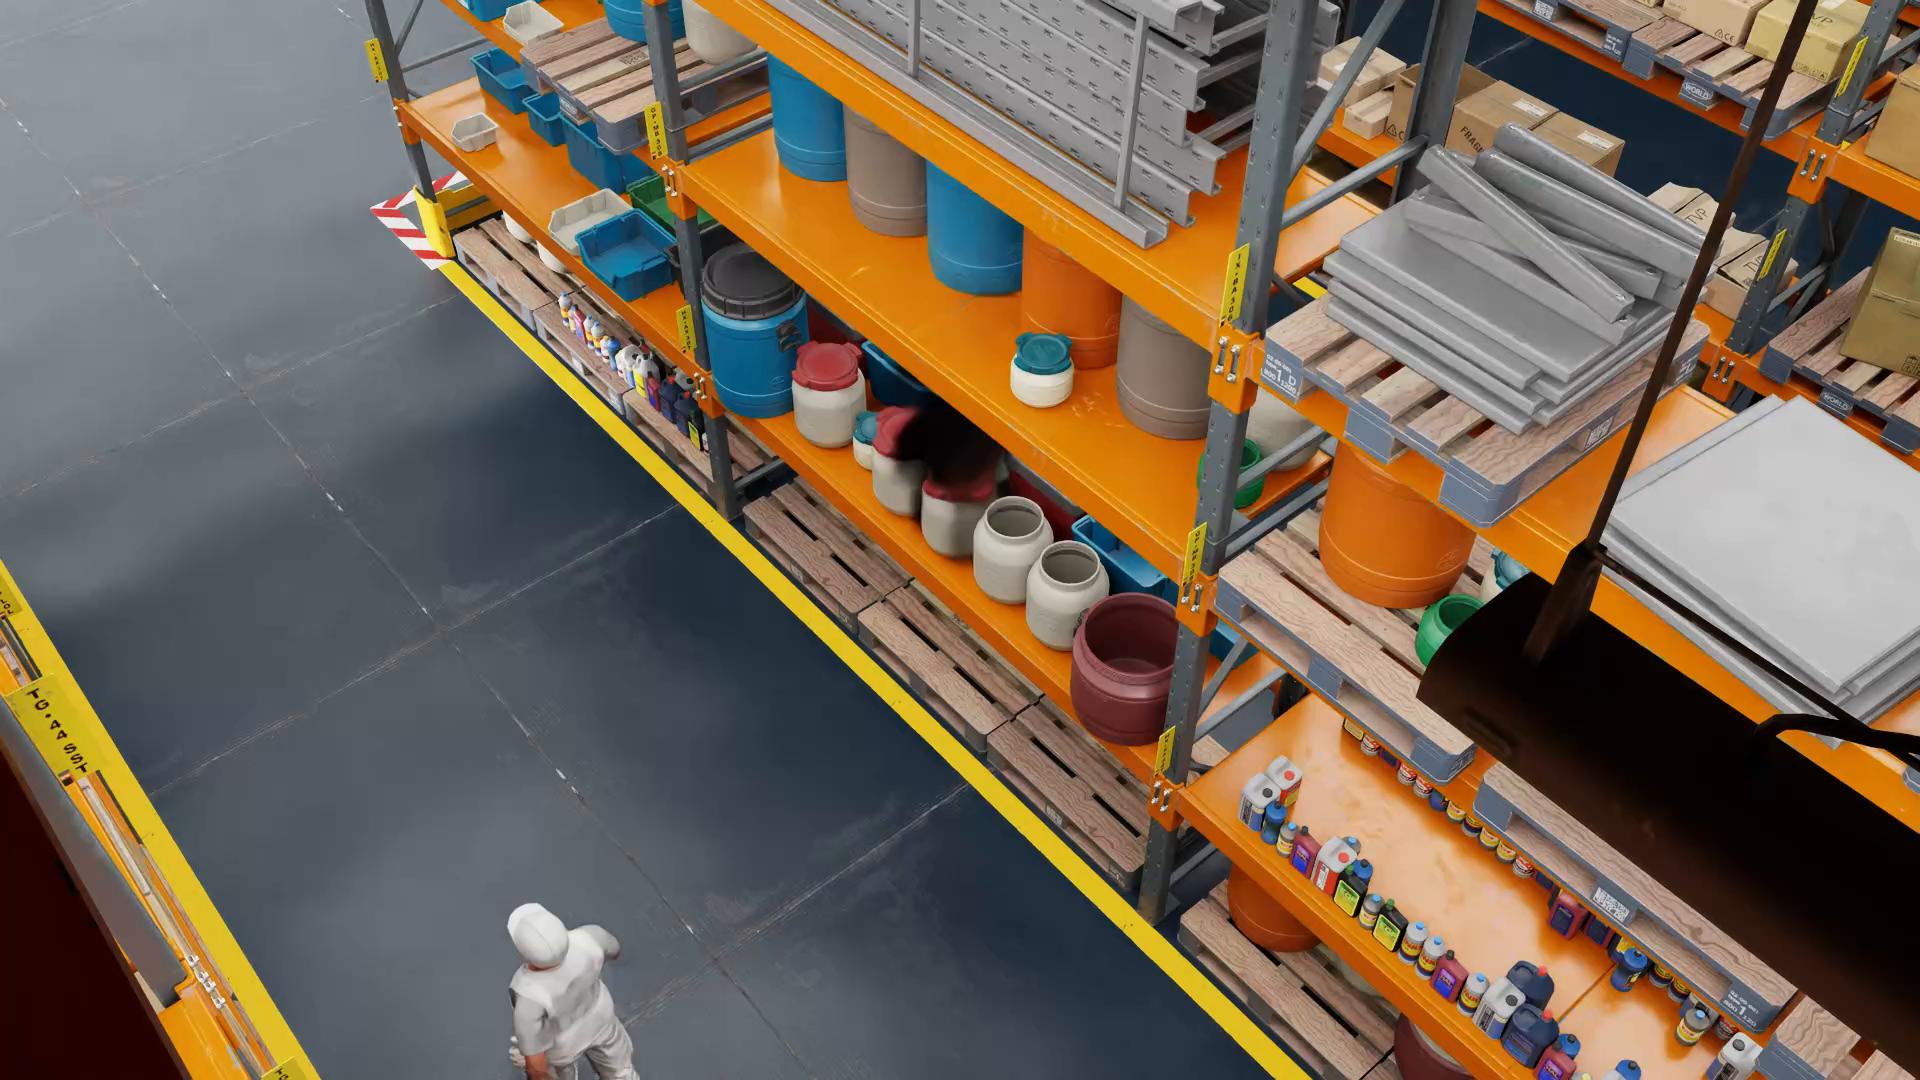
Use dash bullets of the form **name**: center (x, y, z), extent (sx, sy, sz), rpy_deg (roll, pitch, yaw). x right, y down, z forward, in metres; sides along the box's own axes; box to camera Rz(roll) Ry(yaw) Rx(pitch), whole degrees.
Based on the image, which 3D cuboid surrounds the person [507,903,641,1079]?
- **person**: center (-1.716, 2.129, 7.292), extent (0.842, 1.831, 0.645), rpy_deg (35, 56, 29)
